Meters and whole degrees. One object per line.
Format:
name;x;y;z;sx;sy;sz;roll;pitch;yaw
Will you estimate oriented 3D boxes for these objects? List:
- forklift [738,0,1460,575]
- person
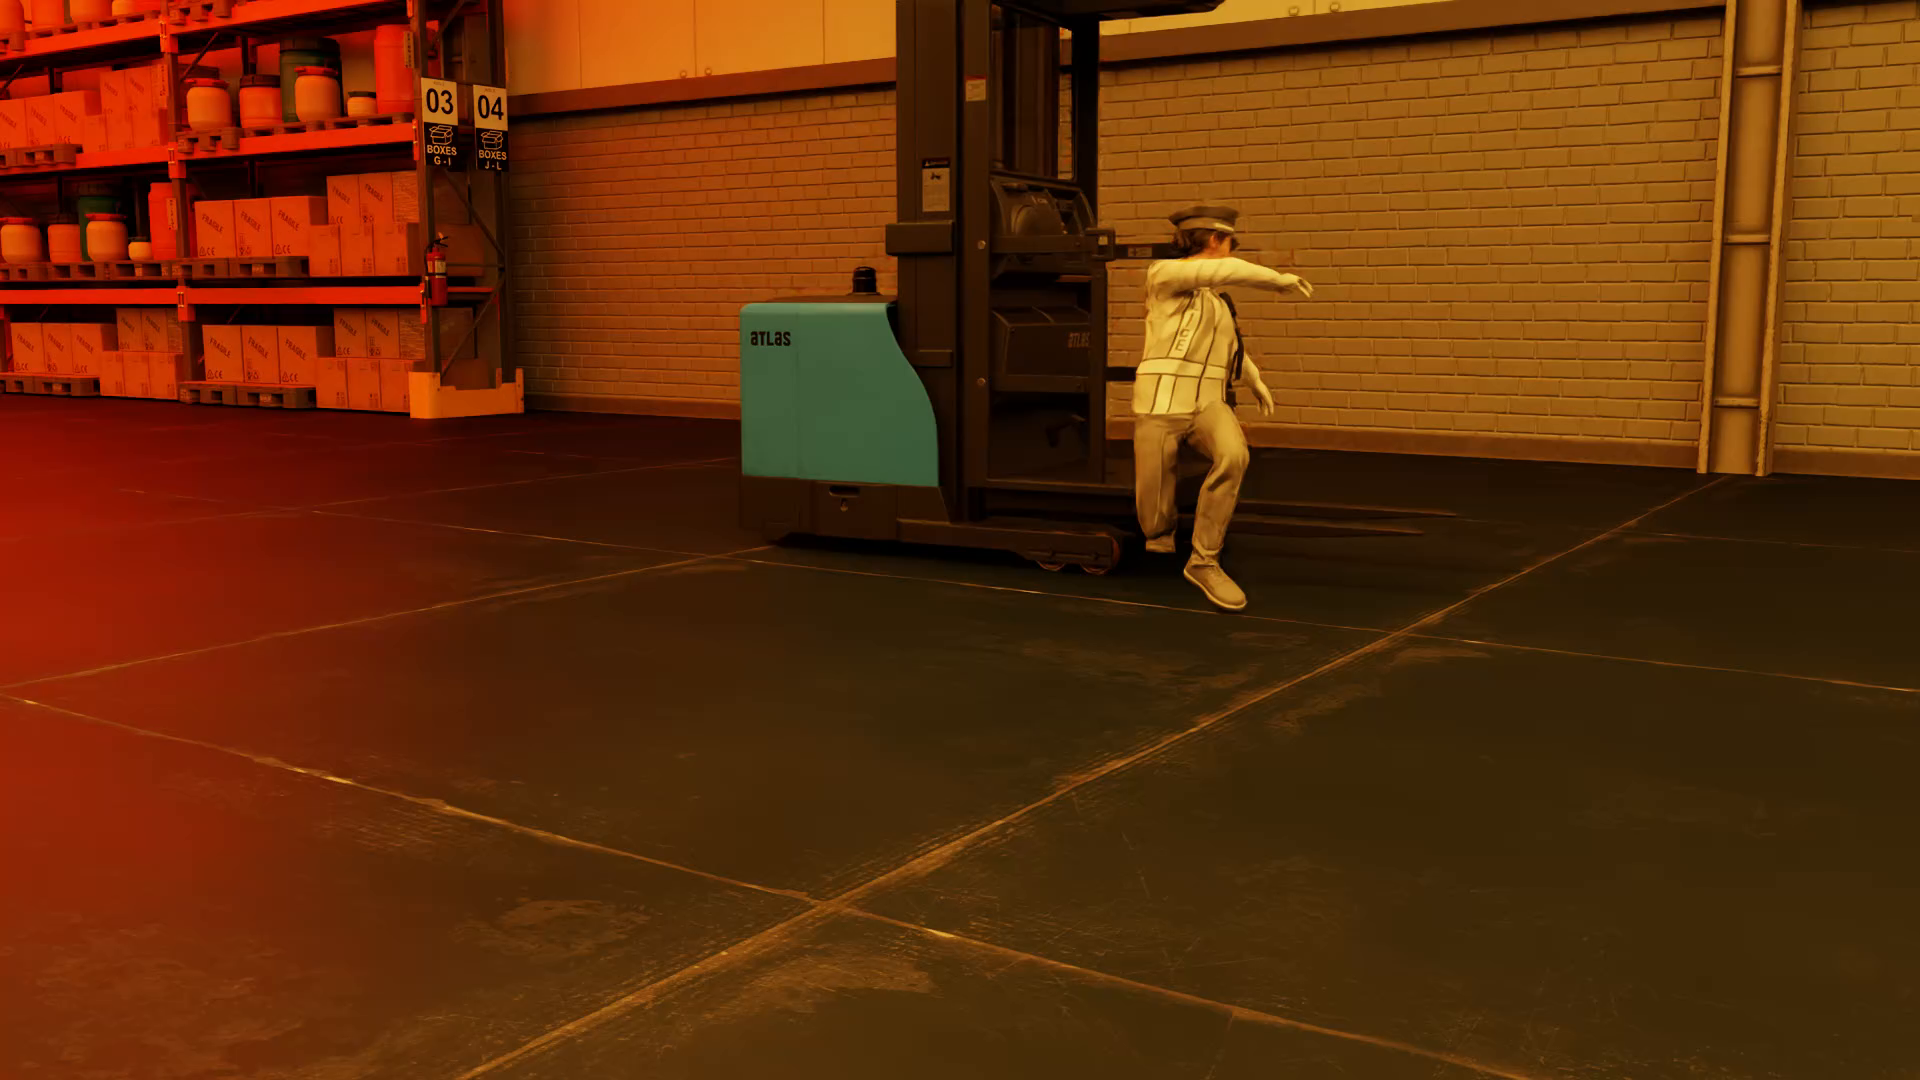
forklift;0.547;-1.398;7.021;3.031;2.935;1.130;4;9;28
person;0.985;-0.518;6.113;0.743;1.411;0.886;-3;9;-18
